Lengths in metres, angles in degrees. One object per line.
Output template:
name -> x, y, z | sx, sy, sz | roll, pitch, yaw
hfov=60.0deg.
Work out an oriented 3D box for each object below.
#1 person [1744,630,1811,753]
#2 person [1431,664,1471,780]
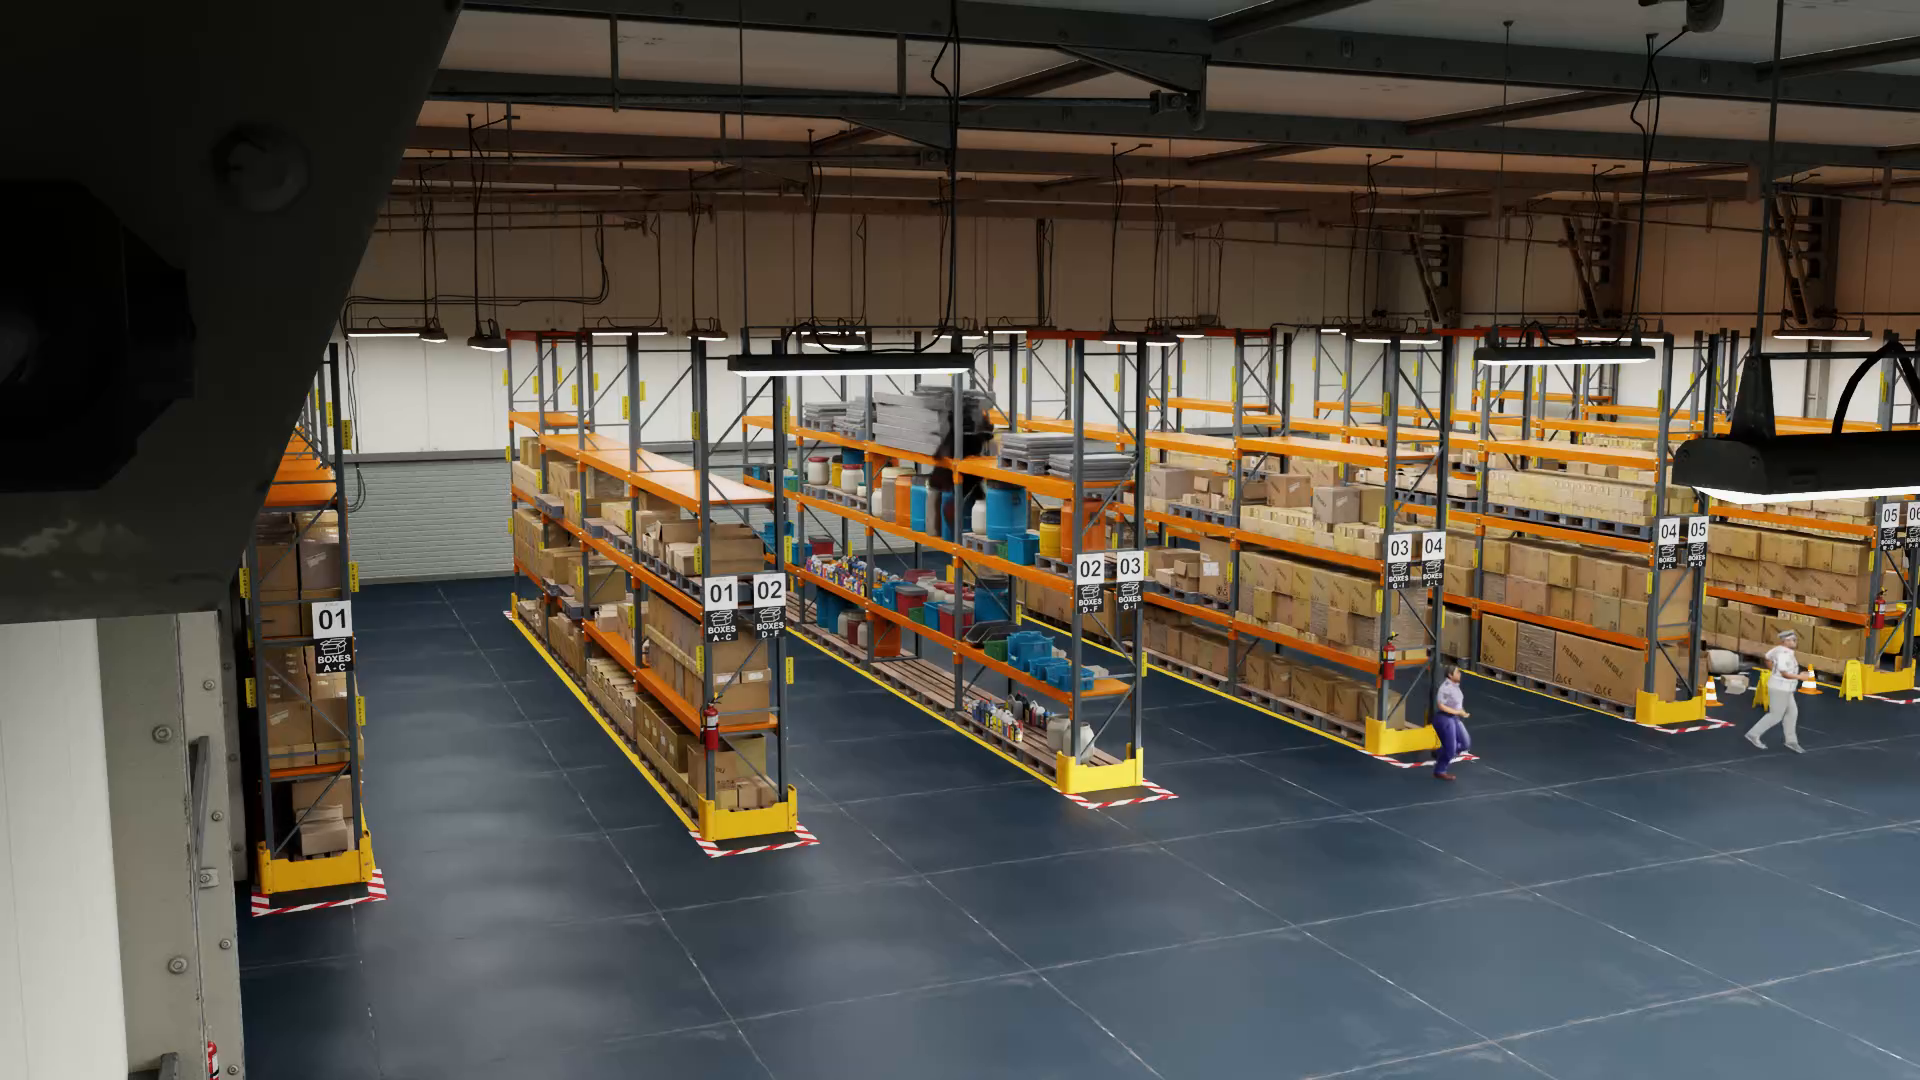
person -> 11.876, 2.191, 24.104 | 0.841, 1.838, 0.682 | 3, 8, 23
person -> 6.675, 2.480, 22.631 | 0.552, 1.583, 0.606 | 5, 9, 32
